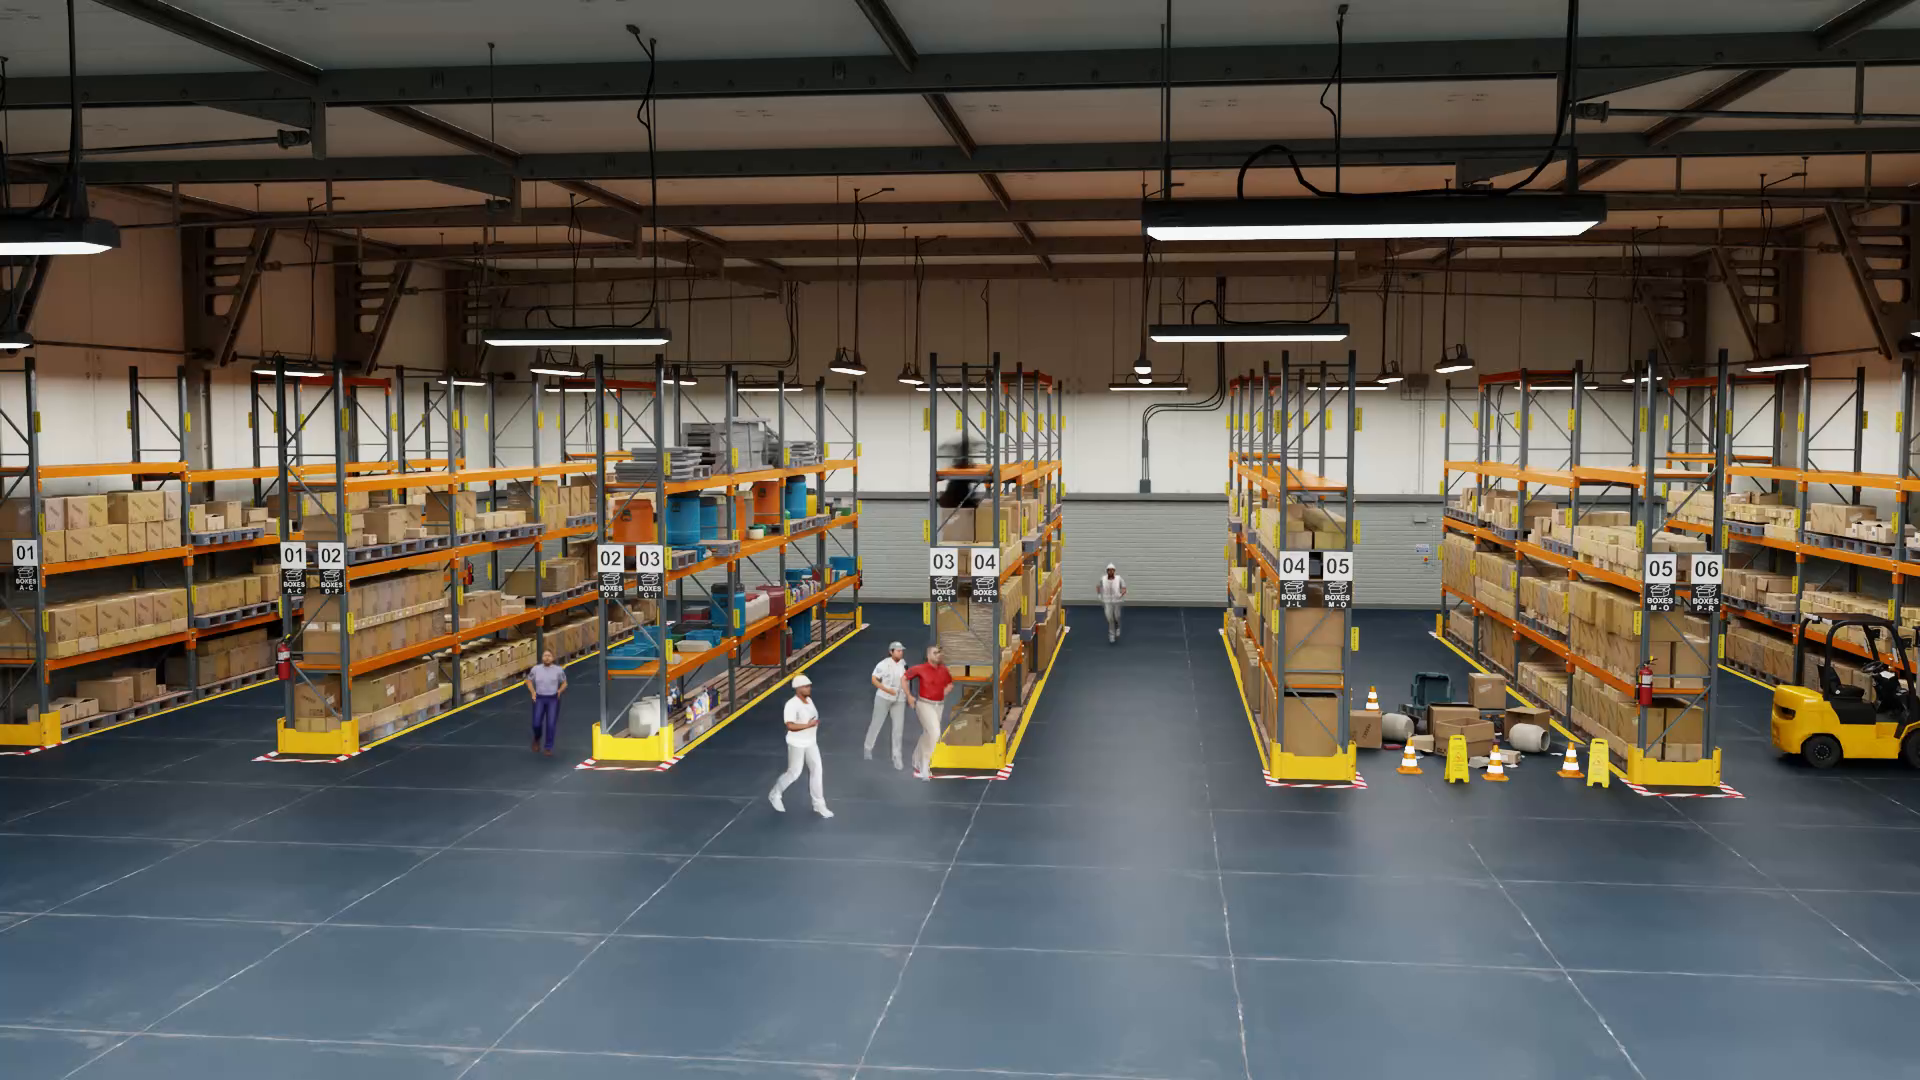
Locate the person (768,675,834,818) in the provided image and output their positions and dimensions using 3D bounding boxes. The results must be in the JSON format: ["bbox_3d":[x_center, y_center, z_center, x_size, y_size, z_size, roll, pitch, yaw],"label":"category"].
[{"bbox_3d":[-2.030,2.604,21.094,0.903,1.794,0.721,2,5,28],"label":"person"}]

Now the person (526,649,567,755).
[{"bbox_3d":[-6.199,2.440,24.956,0.602,1.600,0.542,-1,4,-13],"label":"person"}]

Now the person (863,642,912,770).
[{"bbox_3d":[-0.929,2.267,23.090,0.677,1.708,0.803,-2,5,-30],"label":"person"}]

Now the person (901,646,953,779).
[{"bbox_3d":[-0.391,2.316,22.565,0.660,1.752,0.662,-4,6,-44],"label":"person"}]

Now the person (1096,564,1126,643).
[{"bbox_3d":[3.460,1.433,38.063,0.693,1.774,0.812,0,4,7],"label":"person"}]
